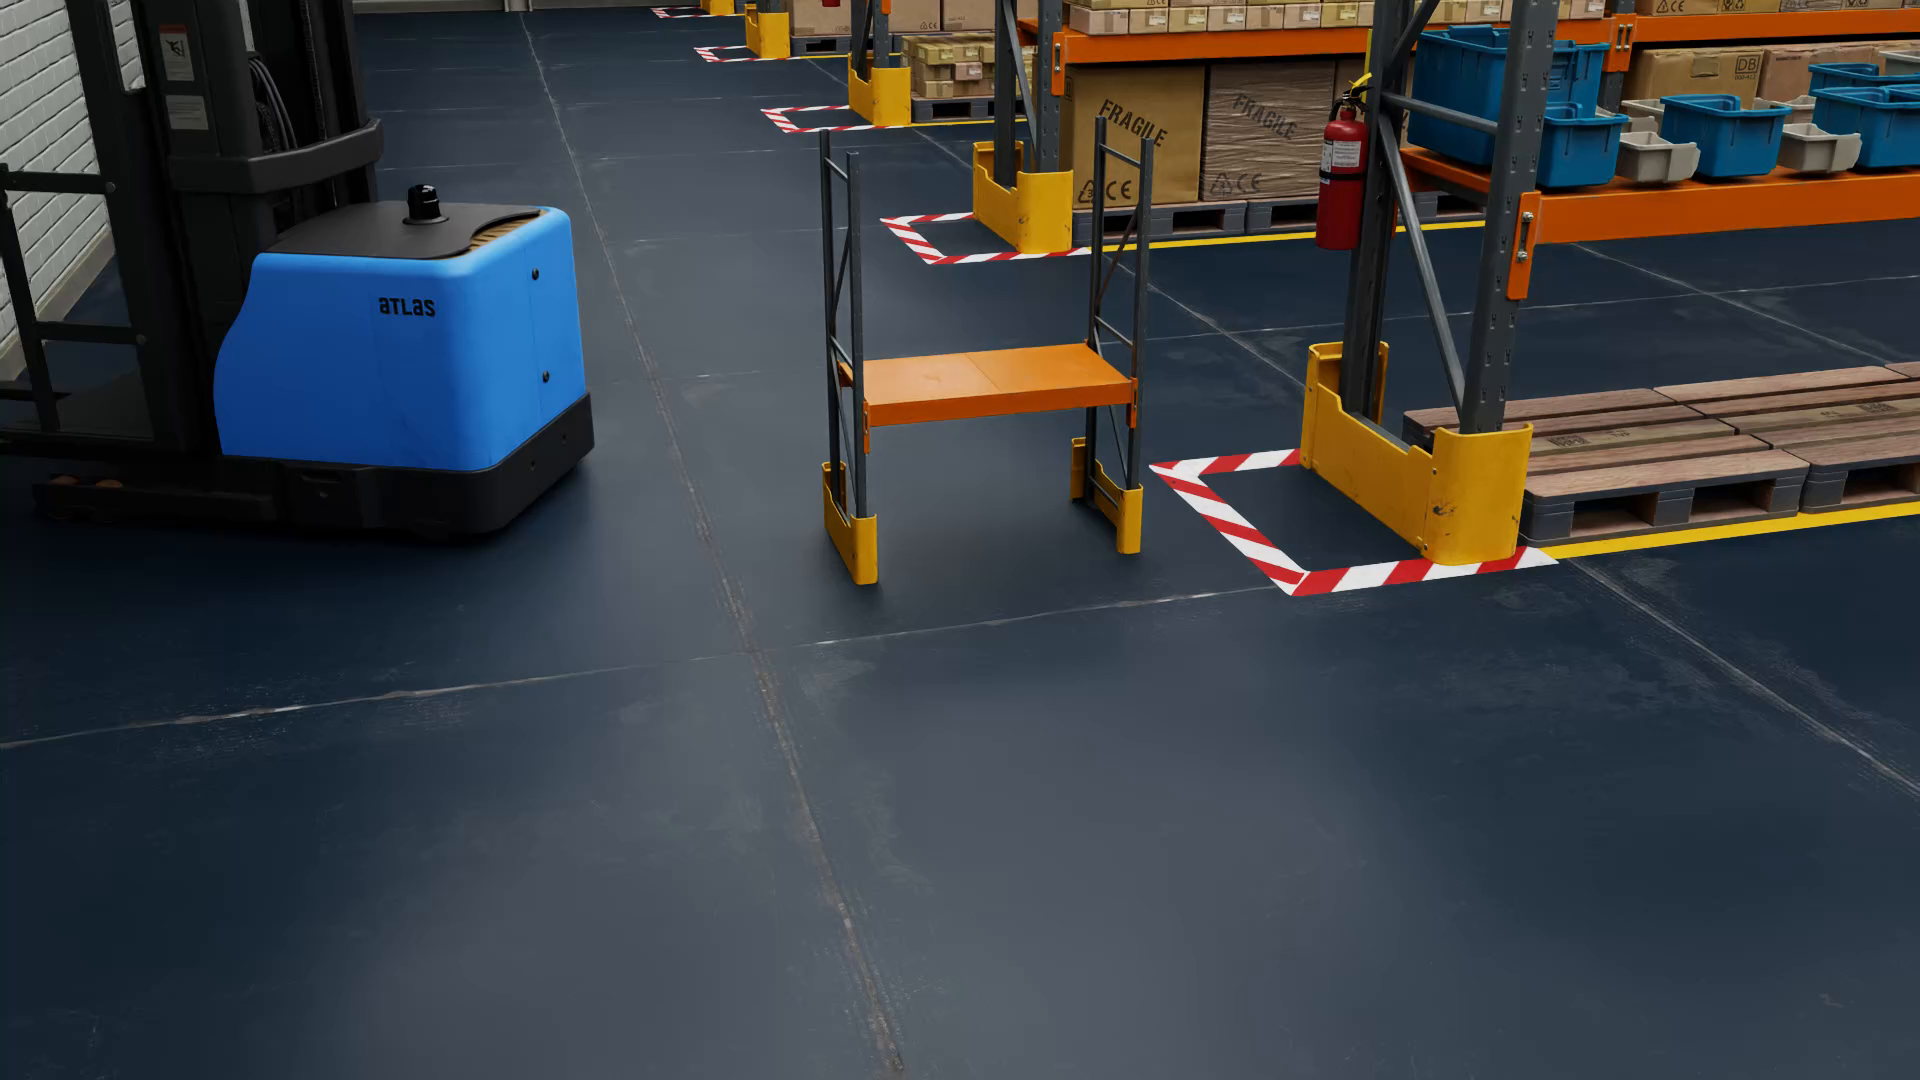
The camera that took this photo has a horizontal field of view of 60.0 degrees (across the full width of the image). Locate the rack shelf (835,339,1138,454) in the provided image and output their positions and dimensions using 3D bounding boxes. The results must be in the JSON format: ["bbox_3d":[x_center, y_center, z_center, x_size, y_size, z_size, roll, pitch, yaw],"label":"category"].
[{"bbox_3d":[0.082,-0.533,6.046,1.000,0.185,0.538,-6,24,-14],"label":"rack shelf"}]

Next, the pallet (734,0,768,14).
[{"bbox_3d":[-2.760,-7.864,24.310,1.213,0.211,1.003,-6,24,-14],"label":"pallet"}]

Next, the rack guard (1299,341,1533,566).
[{"bbox_3d":[1.739,-0.369,6.476,0.348,0.500,1.175,-6,24,-14],"label":"rack guard"}]

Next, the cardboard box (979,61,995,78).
[{"bbox_3d":[0.243,-4.345,15.278,0.250,0.149,0.380,-6,24,-14],"label":"cardboard box"}]

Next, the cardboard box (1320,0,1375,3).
[{"bbox_3d":[2.440,-3.590,10.625,0.500,0.250,0.500,-7,24,-15],"label":"cardboard box"}]

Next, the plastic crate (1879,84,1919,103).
[{"bbox_3d":[3.642,-1.550,6.193,0.300,0.233,0.416,-6,24,-14],"label":"plastic crate"}]

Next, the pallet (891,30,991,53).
[{"bbox_3d":[-0.335,-6.130,20.269,1.213,0.211,1.003,-6,24,-14],"label":"pallet"}]

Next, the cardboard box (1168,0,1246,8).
[{"bbox_3d":[1.455,-3.480,10.369,0.500,0.250,0.500,-7,24,-15],"label":"cardboard box"}]

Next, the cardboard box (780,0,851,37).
[{"bbox_3d":[-1.648,-6.292,19.827,0.875,0.438,0.875,-7,24,-16],"label":"cardboard box"}]

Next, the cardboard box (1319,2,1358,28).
[{"bbox_3d":[2.333,-3.367,10.612,0.250,0.149,0.380,-7,24,-16],"label":"cardboard box"}]

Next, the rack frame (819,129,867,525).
[{"bbox_3d":[-0.407,-0.644,5.849,0.032,1.500,0.500,-6,24,-14],"label":"rack frame"}]

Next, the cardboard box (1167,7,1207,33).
[{"bbox_3d":[1.345,-3.258,10.358,0.250,0.149,0.380,-7,24,-16],"label":"cardboard box"}]

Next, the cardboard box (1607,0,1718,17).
[{"bbox_3d":[4.783,-3.832,11.250,0.500,0.500,0.500,-6,24,-14],"label":"cardboard box"}]

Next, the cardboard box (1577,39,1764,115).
[{"bbox_3d":[4.883,-3.124,11.889,0.875,0.875,1.225,-6,24,-14],"label":"cardboard box"}]

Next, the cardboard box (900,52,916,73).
[{"bbox_3d":[-0.390,-4.484,15.601,0.250,0.149,0.380,-7,24,-16],"label":"cardboard box"}]

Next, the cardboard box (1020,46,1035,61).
[{"bbox_3d":[0.501,-4.494,15.247,0.250,0.149,0.380,-8,24,-17],"label":"cardboard box"}]

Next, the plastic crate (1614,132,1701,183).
[{"bbox_3d":[2.417,-1.336,5.817,0.298,0.136,0.250,-6,24,-14],"label":"plastic crate"}]

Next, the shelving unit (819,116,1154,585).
[{"bbox_3d":[0.073,-0.697,5.973,1.083,1.500,0.587,-6,24,-14],"label":"shelving unit"}]

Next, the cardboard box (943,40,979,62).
[{"bbox_3d":[0.008,-4.458,15.163,0.250,0.149,0.380,-6,24,-13],"label":"cardboard box"}]

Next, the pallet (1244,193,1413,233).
[{"bbox_3d":[2.342,-2.368,11.500,1.213,0.211,1.003,-6,24,-14],"label":"pallet"}]

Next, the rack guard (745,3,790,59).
[{"bbox_3d":[-2.279,-6.017,19.639,0.348,0.500,1.175,-6,24,-14],"label":"rack guard"}]

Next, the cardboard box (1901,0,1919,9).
[{"bbox_3d":[6.735,-4.050,11.757,0.500,0.500,0.500,-7,24,-16],"label":"cardboard box"}]

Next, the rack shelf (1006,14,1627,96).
[{"bbox_3d":[2.347,-3.288,11.022,4.000,0.370,1.077,-6,24,-14],"label":"rack shelf"}]

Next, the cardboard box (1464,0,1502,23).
[{"bbox_3d":[3.325,-3.477,10.869,0.250,0.149,0.380,-6,24,-13],"label":"cardboard box"}]

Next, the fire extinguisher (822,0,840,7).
[{"bbox_3d":[-1.189,-5.241,15.232,0.183,0.674,0.296,-6,24,-14],"label":"fire extinguisher"}]

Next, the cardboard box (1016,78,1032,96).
[{"bbox_3d":[0.512,-4.190,15.295,0.250,0.149,0.380,-6,24,-14],"label":"cardboard box"}]

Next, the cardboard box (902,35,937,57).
[{"bbox_3d":[-0.380,-4.609,15.515,0.250,0.149,0.380,-6,24,-14],"label":"cardboard box"}]

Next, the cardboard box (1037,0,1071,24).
[{"bbox_3d":[0.675,-3.453,10.813,0.250,0.149,0.380,-6,24,-13],"label":"cardboard box"}]

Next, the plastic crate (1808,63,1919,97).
[{"bbox_3d":[3.667,-1.792,6.759,0.300,0.233,0.416,-6,24,-14],"label":"plastic crate"}]

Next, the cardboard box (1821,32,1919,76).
[{"bbox_3d":[6.593,-3.317,12.338,0.875,0.875,1.225,-6,24,-14],"label":"cardboard box"}]

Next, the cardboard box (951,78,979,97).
[{"bbox_3d":[-0.001,-4.176,15.261,0.250,0.149,0.380,-6,24,-15],"label":"cardboard box"}]

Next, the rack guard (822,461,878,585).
[{"bbox_3d":[-0.406,-0.070,6.096,0.087,0.250,0.587,-6,24,-14],"label":"rack guard"}]

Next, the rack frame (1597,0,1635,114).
[{"bbox_3d":[4.272,-3.832,11.376,0.127,3.000,1.000,-6,24,-14],"label":"rack frame"}]

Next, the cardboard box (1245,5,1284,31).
[{"bbox_3d":[1.841,-3.313,10.486,0.250,0.149,0.380,-7,24,-15],"label":"cardboard box"}]

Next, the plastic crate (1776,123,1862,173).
[{"bbox_3d":[3.070,-1.408,5.986,0.298,0.136,0.250,-6,24,-14],"label":"plastic crate"}]

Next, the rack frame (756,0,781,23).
[{"bbox_3d":[-2.256,-7.168,19.152,0.127,3.000,1.000,-6,24,-14],"label":"rack frame"}]

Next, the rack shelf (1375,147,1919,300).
[{"bbox_3d":[3.685,-1.408,6.639,4.000,0.370,1.077,-6,24,-14],"label":"rack shelf"}]

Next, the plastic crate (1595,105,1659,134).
[{"bbox_3d":[2.495,-1.587,6.404,0.243,0.136,0.396,-6,24,-14],"label":"plastic crate"}]

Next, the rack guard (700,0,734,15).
[{"bbox_3d":[-3.527,-7.912,24.055,0.348,0.500,1.175,-6,24,-14],"label":"rack guard"}]

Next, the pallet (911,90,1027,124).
[{"bbox_3d":[0.043,-4.099,15.536,1.213,0.211,1.003,-6,24,-14],"label":"pallet"}]

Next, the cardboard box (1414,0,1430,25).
[{"bbox_3d":[2.830,-3.423,10.741,0.250,0.149,0.380,-7,24,-15],"label":"cardboard box"}]

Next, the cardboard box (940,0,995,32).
[{"bbox_3d":[0.100,-6.488,20.284,0.875,0.438,0.875,-7,24,-16],"label":"cardboard box"}]

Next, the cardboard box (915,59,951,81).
[{"bbox_3d":[-0.248,-4.278,15.121,0.250,0.149,0.380,-5,24,-12],"label":"cardboard box"}]

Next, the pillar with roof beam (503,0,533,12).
[{"bbox_3d":[-5.277,-10.230,18.679,0.400,9.000,9.100,-6,24,-14],"label":"pillar with roof beam"}]

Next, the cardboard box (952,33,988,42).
[{"bbox_3d":[0.092,-4.689,15.703,0.250,0.149,0.380,-7,24,-16],"label":"cardboard box"}]

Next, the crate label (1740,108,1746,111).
[{"bbox_3d":[3.040,-1.652,6.554,0.243,0.136,0.396,-6,24,-14],"label":"crate label"}]

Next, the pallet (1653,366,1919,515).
[{"bbox_3d":[3.736,-0.446,7.021,1.213,0.211,1.003,-6,24,-14],"label":"pallet"}]

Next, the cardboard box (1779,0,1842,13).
[{"bbox_3d":[5.748,-3.939,11.499,0.500,0.500,0.500,-7,24,-16],"label":"cardboard box"}]

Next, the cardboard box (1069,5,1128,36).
[{"bbox_3d":[0.852,-3.203,10.229,0.250,0.149,0.380,-6,24,-14],"label":"cardboard box"}]

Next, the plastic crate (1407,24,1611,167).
[{"bbox_3d":[2.031,-1.676,6.230,0.499,0.435,0.616,-6,24,-14],"label":"plastic crate"}]

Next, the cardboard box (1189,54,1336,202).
[{"bbox_3d":[1.892,-2.818,11.175,0.875,0.875,0.875,-6,24,-14],"label":"cardboard box"}]

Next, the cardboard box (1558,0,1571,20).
[{"bbox_3d":[3.819,-3.532,10.996,0.250,0.149,0.380,-6,24,-13],"label":"cardboard box"}]

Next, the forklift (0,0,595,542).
[{"bbox_3d":[-3.101,-1.610,6.285,3.031,2.935,1.130,4,24,10],"label":"forklift"}]
